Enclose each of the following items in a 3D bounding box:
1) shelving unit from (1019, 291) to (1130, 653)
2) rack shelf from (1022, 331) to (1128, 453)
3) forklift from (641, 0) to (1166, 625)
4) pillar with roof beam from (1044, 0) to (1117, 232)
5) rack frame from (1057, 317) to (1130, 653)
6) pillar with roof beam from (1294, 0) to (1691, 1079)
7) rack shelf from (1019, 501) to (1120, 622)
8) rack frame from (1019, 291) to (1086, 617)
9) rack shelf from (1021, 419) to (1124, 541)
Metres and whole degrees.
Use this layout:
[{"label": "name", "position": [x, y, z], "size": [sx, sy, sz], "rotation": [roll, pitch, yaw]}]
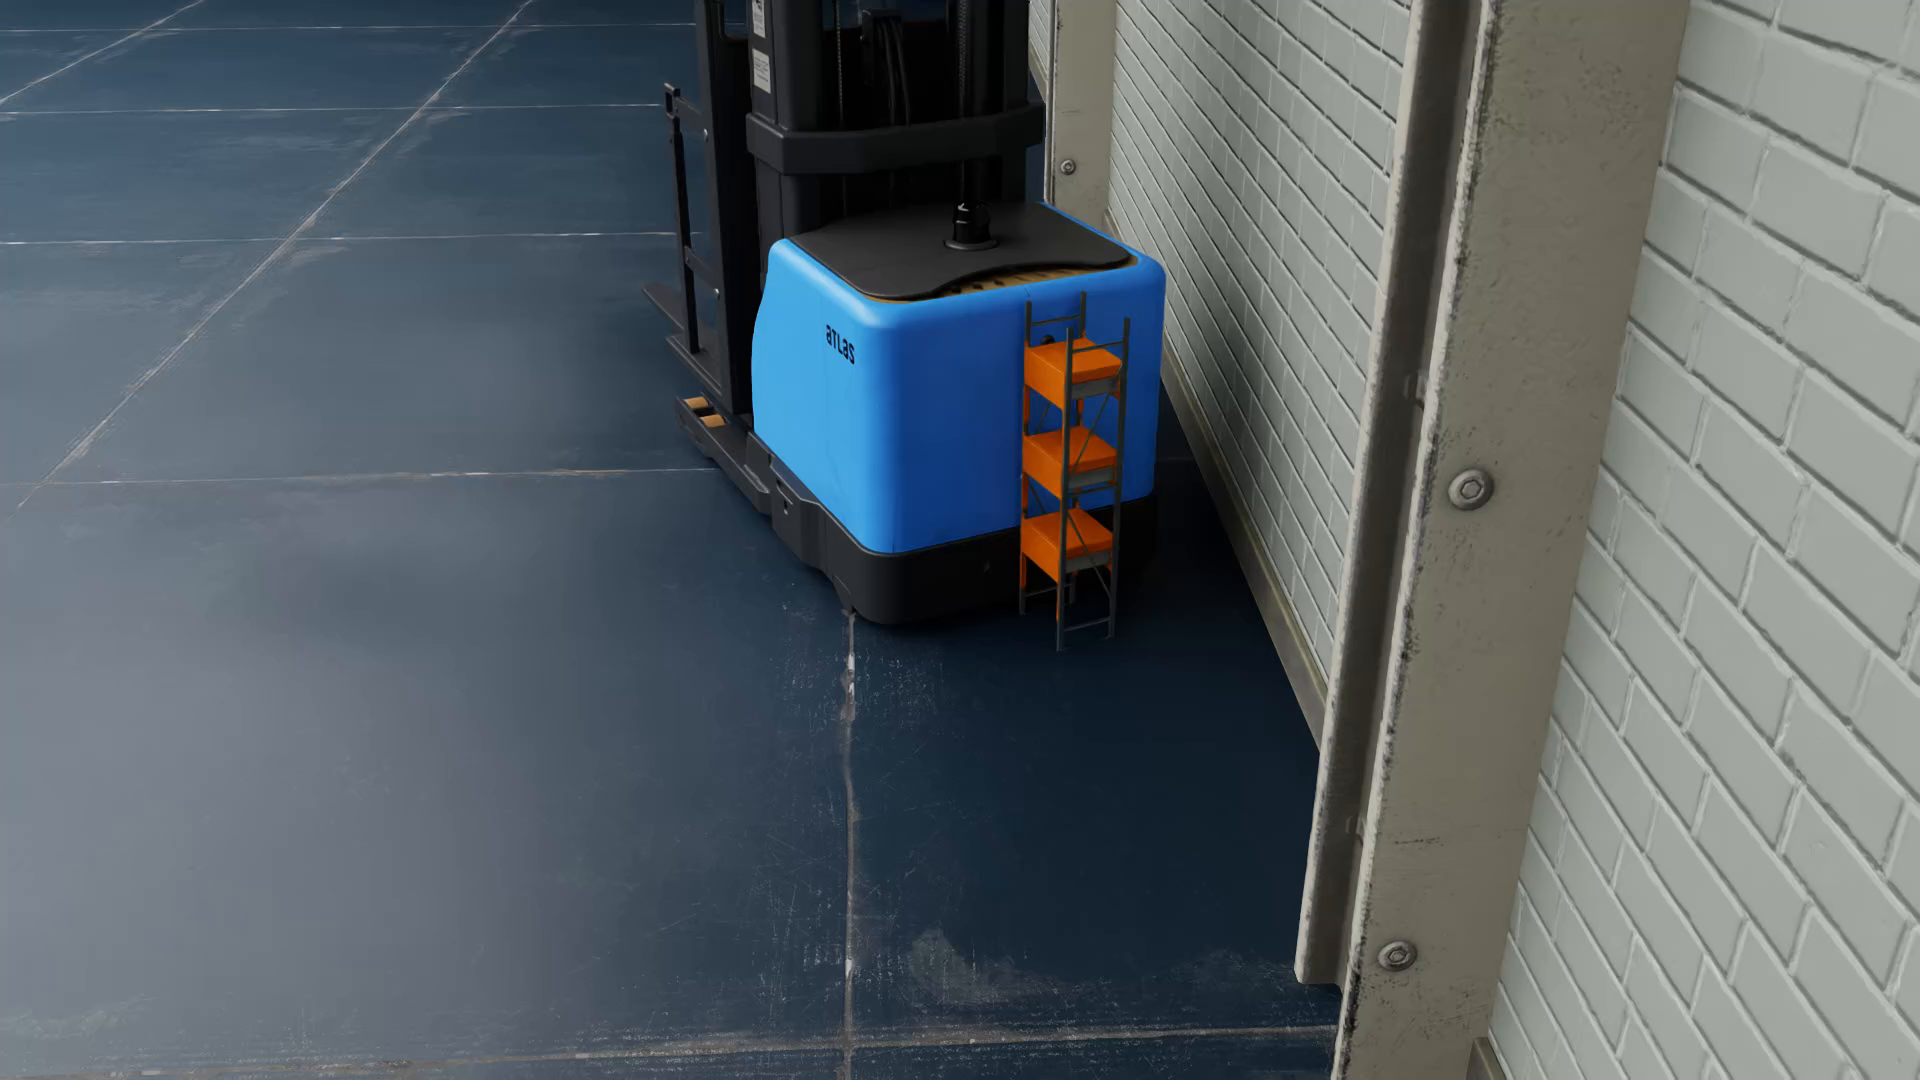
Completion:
[{"label": "shelving unit", "position": [0.334, -0.193, 4.984], "size": [0.215, 1.050, 0.252], "rotation": [-13, 30, -23]}, {"label": "rack shelf", "position": [0.334, -0.435, 4.858], "size": [0.215, 0.259, 0.240], "rotation": [-13, 30, -23]}, {"label": "forklift", "position": [-0.460, -1.694, 5.828], "size": [1.130, 2.935, 3.031], "rotation": [-13, 30, -23]}, {"label": "pillar with roof beam", "position": [-3.675, -5.580, 6.719], "size": [9.100, 9.000, 0.400], "rotation": [-1, 28, -3]}, {"label": "rack frame", "position": [0.388, -0.142, 4.887], "size": [0.200, 1.050, 0.008], "rotation": [-13, 30, -23]}, {"label": "pillar with roof beam", "position": [-3.362, -2.810, 1.406], "size": [9.100, 9.000, 0.400], "rotation": [-1, 28, -3]}, {"label": "rack shelf", "position": [0.334, 0.063, 5.117], "size": [0.215, 0.259, 0.240], "rotation": [-13, 30, -23]}, {"label": "rack frame", "position": [0.280, -0.243, 5.081], "size": [0.200, 1.050, 0.008], "rotation": [-13, 30, -23]}, {"label": "rack shelf", "position": [0.334, -0.183, 4.989], "size": [0.215, 0.259, 0.240], "rotation": [-13, 30, -23]}]
